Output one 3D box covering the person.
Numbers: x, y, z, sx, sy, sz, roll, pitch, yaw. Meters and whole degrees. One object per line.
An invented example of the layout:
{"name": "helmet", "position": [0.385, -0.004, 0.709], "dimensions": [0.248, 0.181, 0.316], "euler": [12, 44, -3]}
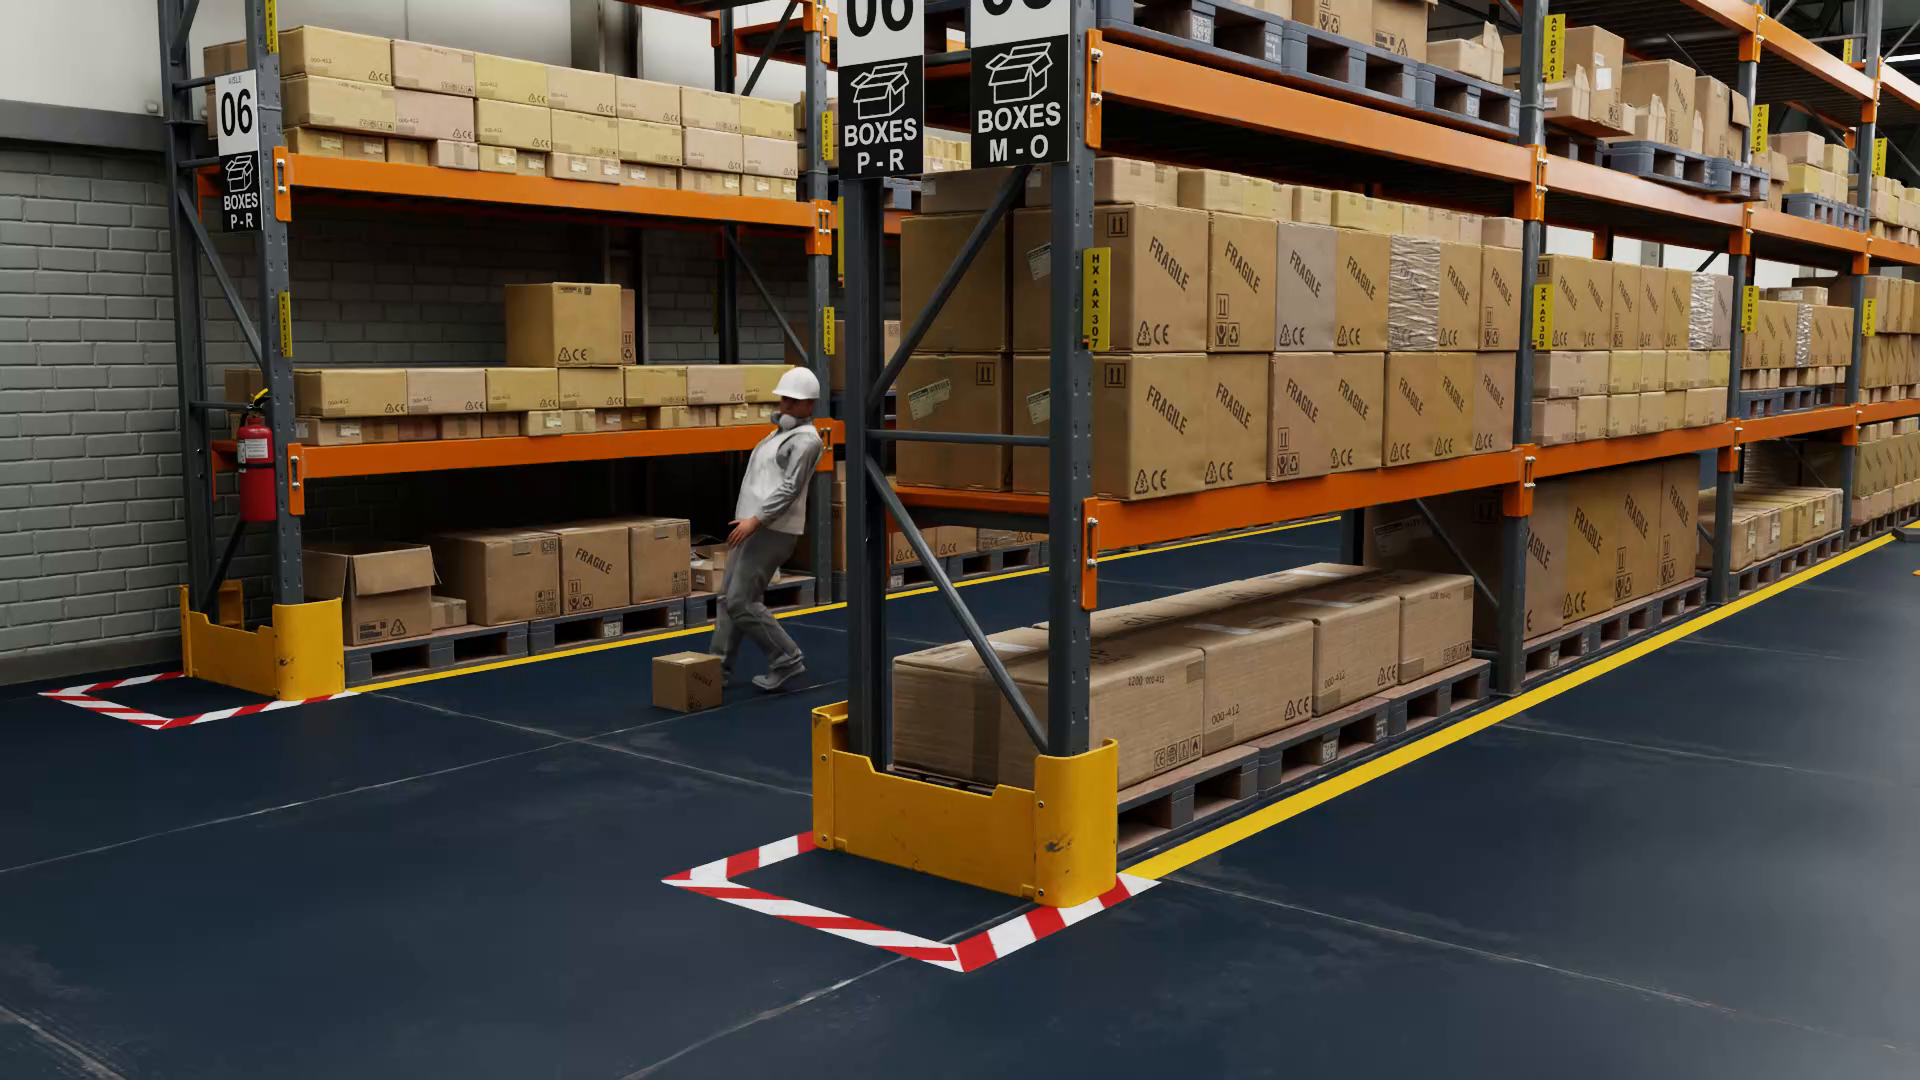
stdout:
{"name": "person", "position": [-1.121, -0.043, 8.775], "dimensions": [0.779, 1.729, 0.567], "euler": [-2, 7, -20]}
